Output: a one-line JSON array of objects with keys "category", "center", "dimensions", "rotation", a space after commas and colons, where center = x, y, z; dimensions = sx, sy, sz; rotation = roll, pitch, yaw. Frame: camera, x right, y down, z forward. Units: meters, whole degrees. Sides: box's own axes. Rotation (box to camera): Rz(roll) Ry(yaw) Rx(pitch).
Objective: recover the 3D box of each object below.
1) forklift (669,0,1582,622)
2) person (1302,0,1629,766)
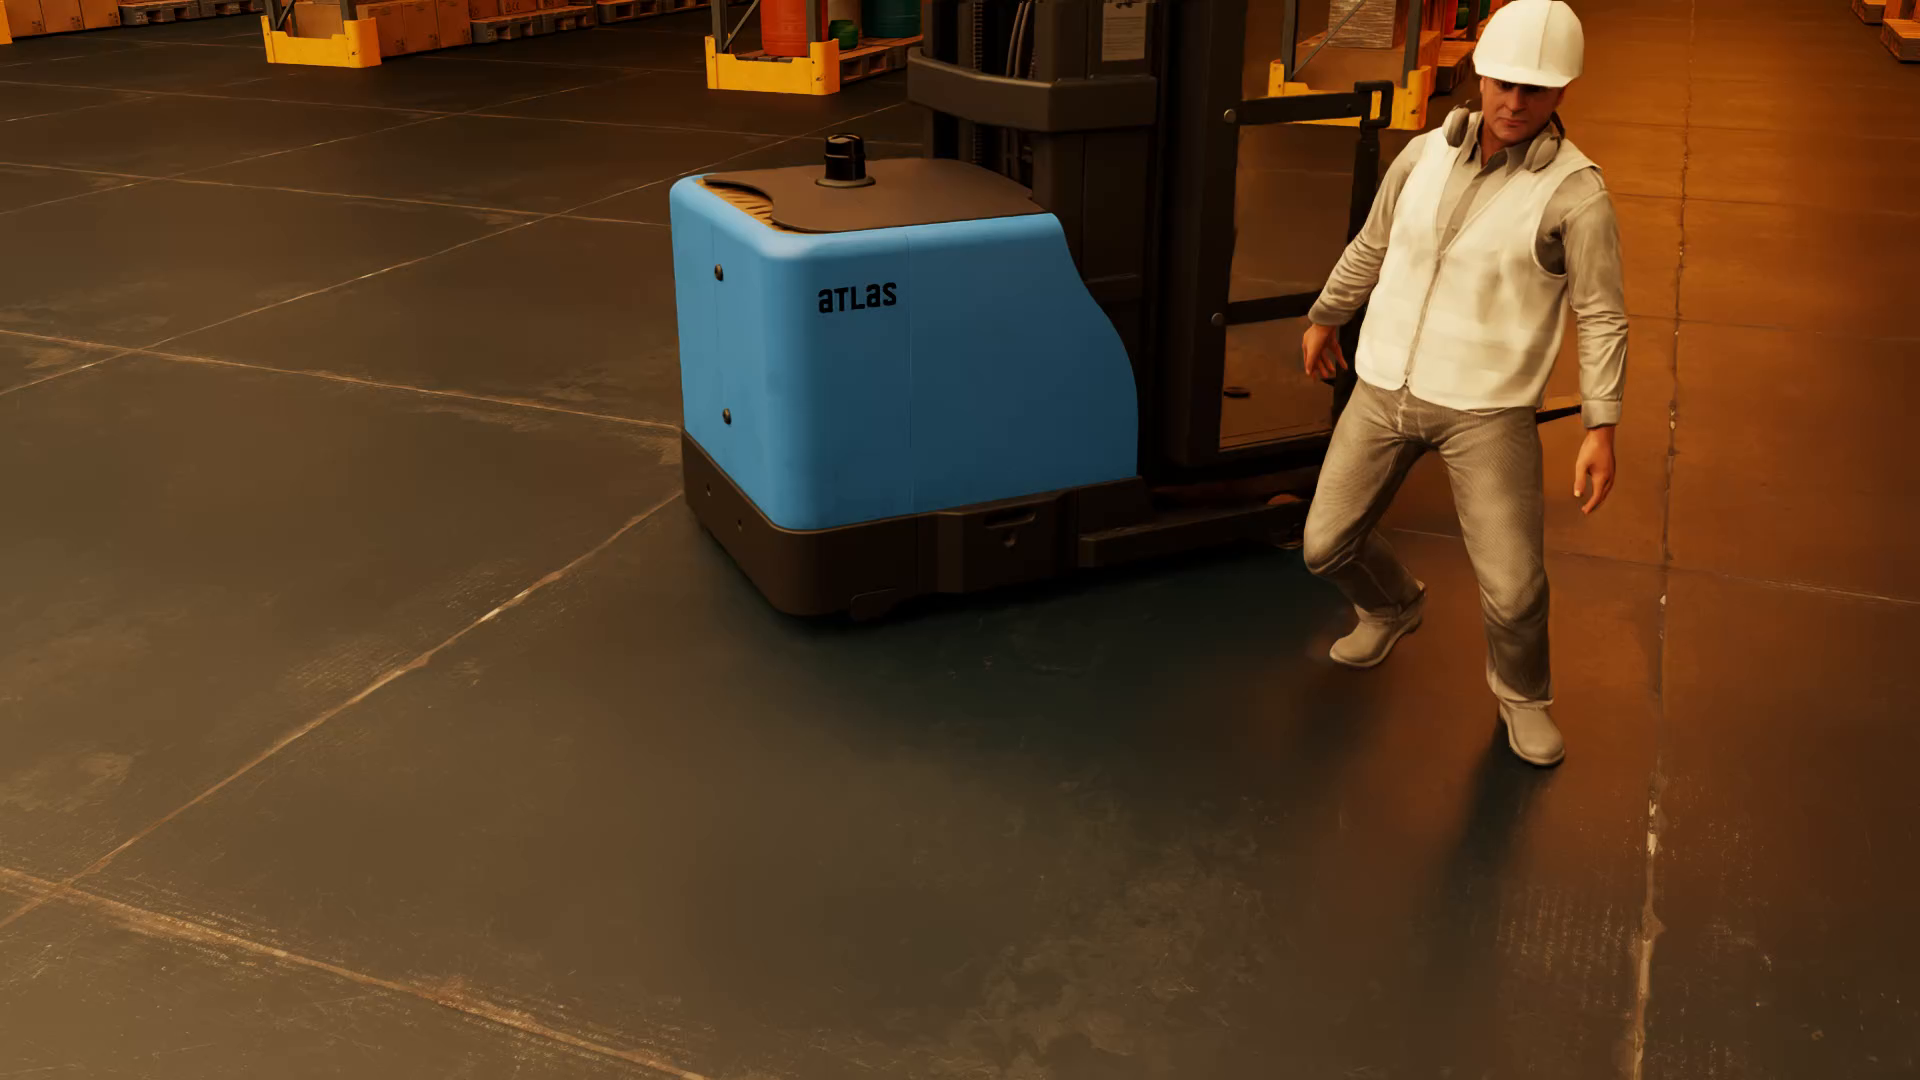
[{"category": "forklift", "center": [0.700, -1.496, 4.872], "dimensions": [3.031, 2.935, 1.130], "rotation": [-10, 25, -23]}, {"category": "person", "center": [1.127, -0.380, 3.822], "dimensions": [0.482, 1.692, 0.870], "rotation": [-20, 30, -39]}]
